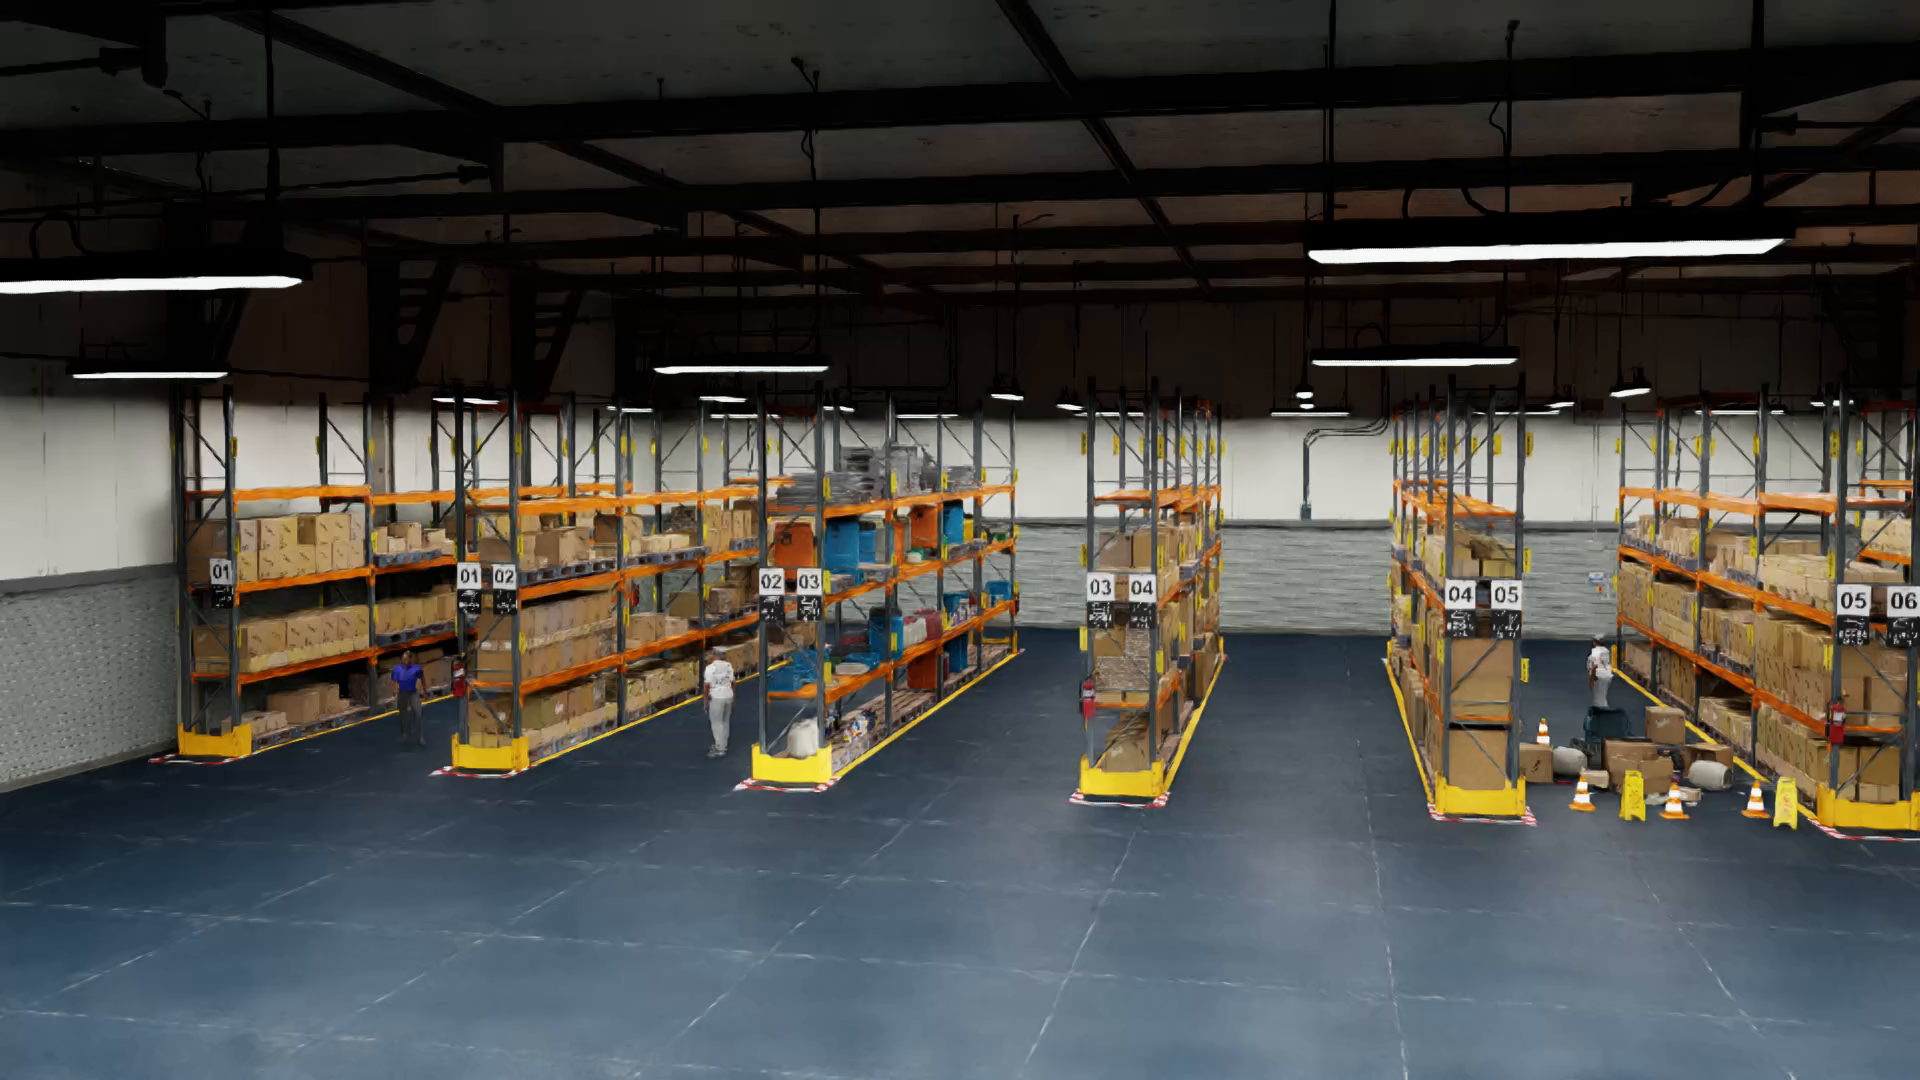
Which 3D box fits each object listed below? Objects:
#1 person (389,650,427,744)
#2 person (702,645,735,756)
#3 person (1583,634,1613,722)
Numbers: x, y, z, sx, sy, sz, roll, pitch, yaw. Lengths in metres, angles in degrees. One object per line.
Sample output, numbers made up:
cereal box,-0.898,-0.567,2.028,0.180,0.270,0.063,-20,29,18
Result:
person,-9.273,2.628,28.057,0.625,1.591,0.815,0,3,-6
person,-3.947,2.596,27.096,0.586,1.748,0.653,3,4,40
person,11.389,2.499,29.714,0.549,1.657,0.598,3,4,40
